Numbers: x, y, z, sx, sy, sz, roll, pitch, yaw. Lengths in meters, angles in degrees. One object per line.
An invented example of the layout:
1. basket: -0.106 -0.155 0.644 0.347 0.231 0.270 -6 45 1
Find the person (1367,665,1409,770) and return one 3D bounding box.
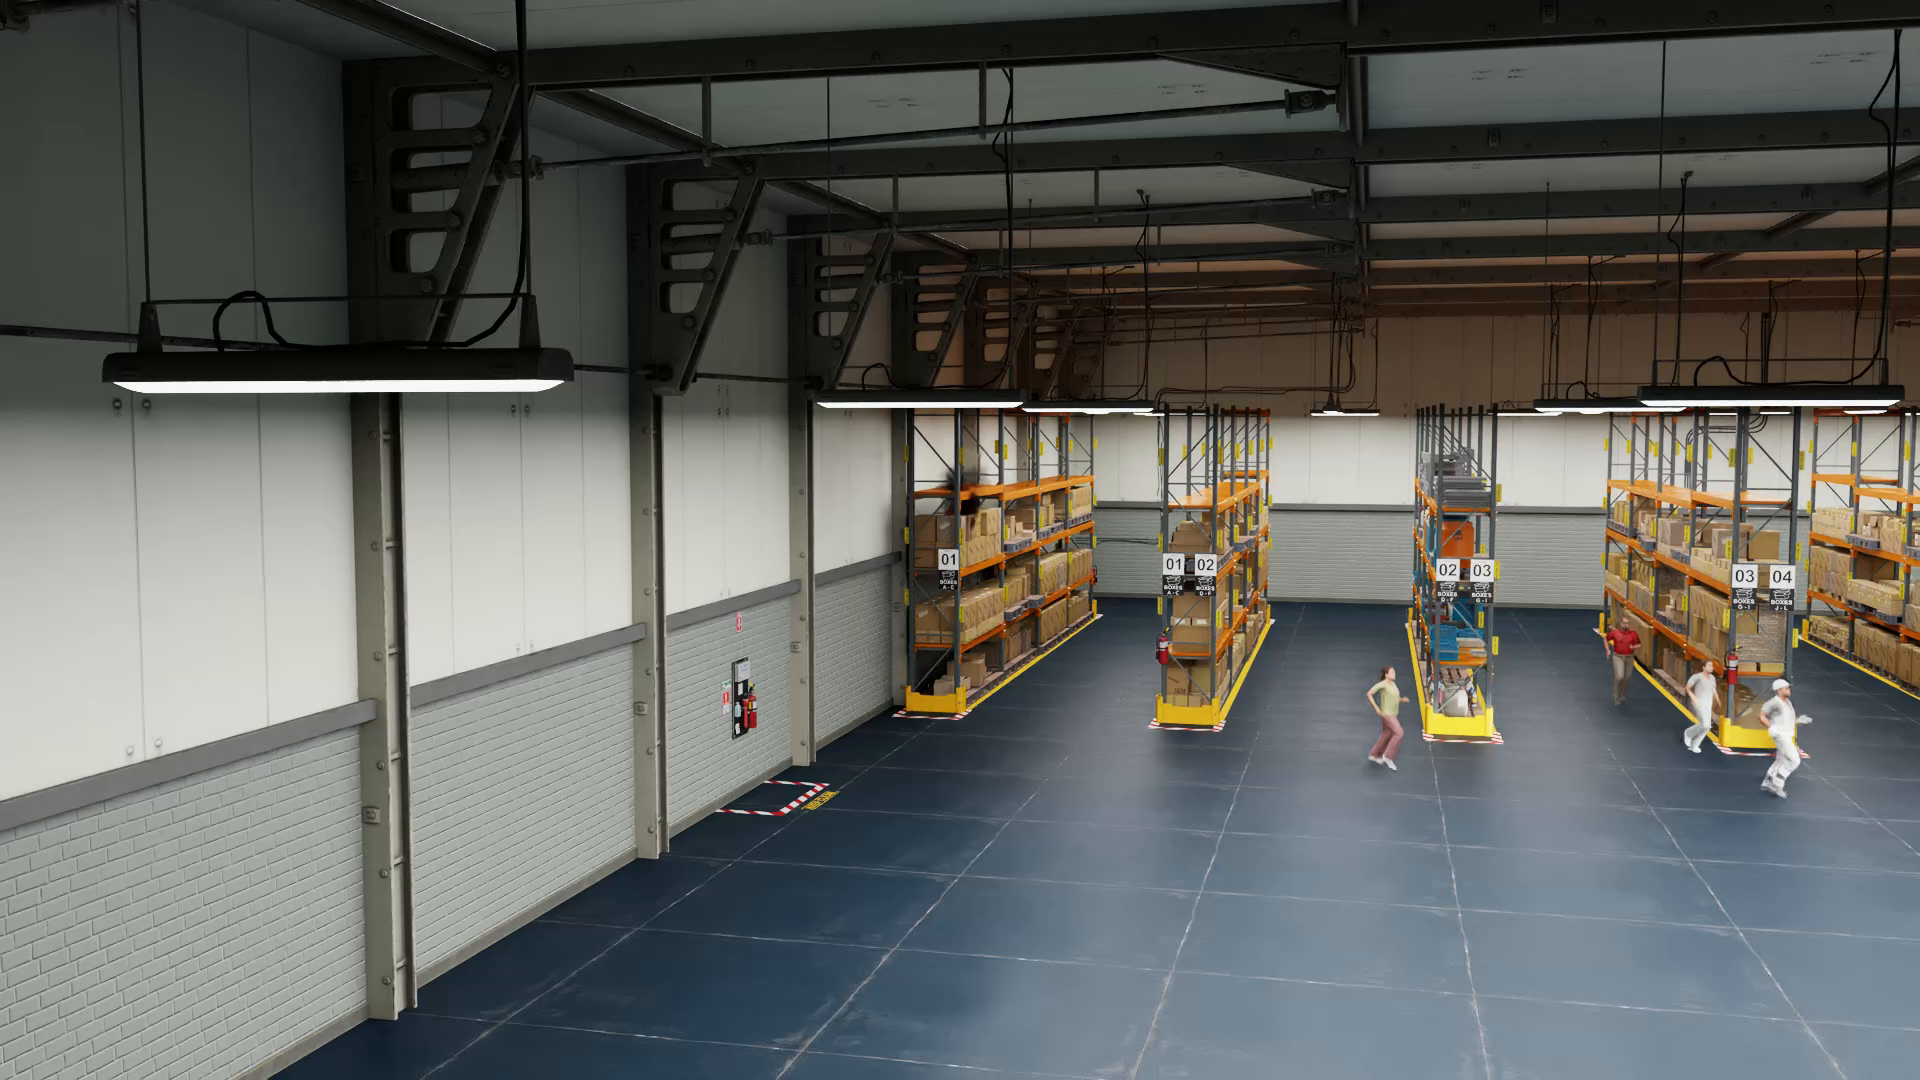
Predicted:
1. person: 7.032 2.901 27.301 0.698 1.696 0.548 3 5 39

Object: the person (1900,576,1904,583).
1. person: 24.092 1.763 42.512 0.759 1.746 0.810 -1 4 -9

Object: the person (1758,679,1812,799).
1. person: 12.476 3.006 25.138 0.655 1.796 0.637 4 6 42

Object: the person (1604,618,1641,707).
1. person: 13.273 2.453 33.263 0.631 1.797 0.740 0 4 5

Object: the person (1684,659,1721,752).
1. person: 12.790 2.845 28.600 0.558 1.620 0.535 -1 4 -19
